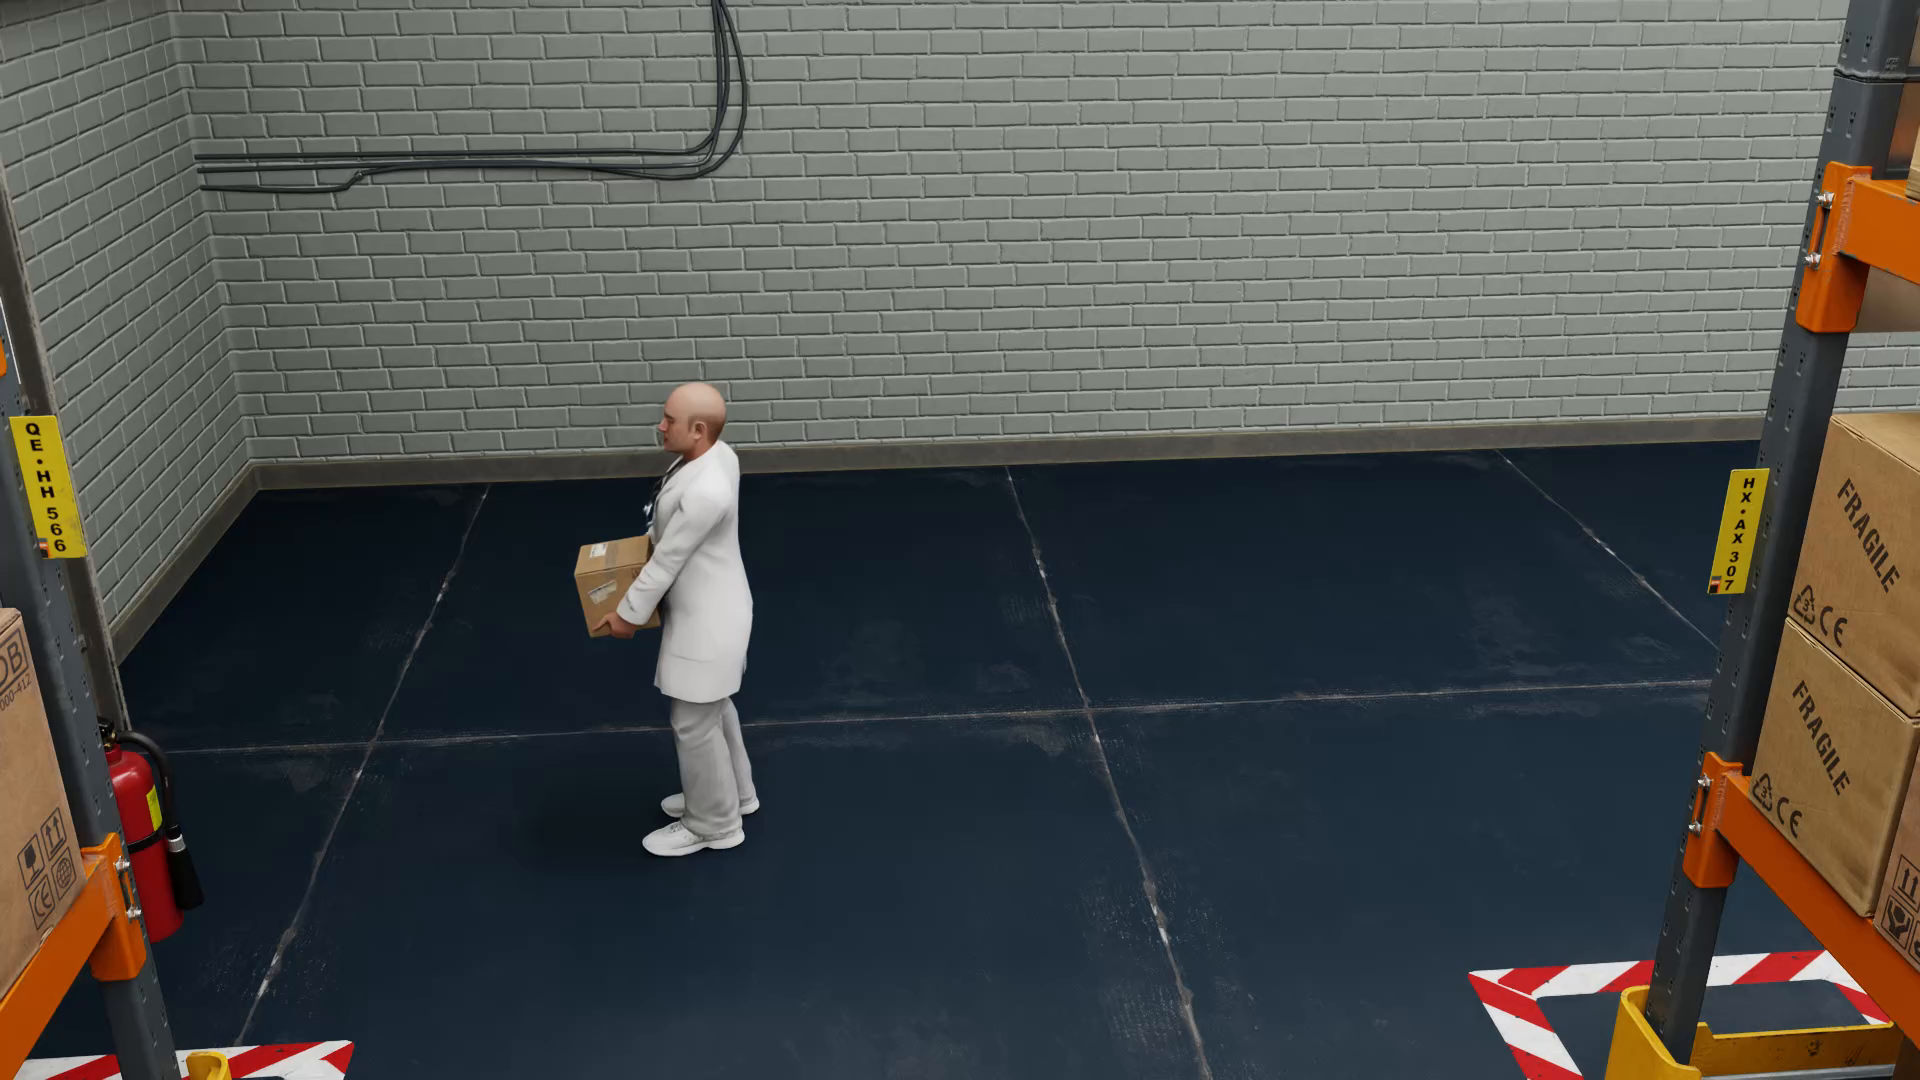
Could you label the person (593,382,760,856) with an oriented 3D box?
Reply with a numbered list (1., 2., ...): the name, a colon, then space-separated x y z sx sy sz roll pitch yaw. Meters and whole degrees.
1. person: -1.017 0.291 5.949 0.551 1.780 0.527 -3 24 -6
